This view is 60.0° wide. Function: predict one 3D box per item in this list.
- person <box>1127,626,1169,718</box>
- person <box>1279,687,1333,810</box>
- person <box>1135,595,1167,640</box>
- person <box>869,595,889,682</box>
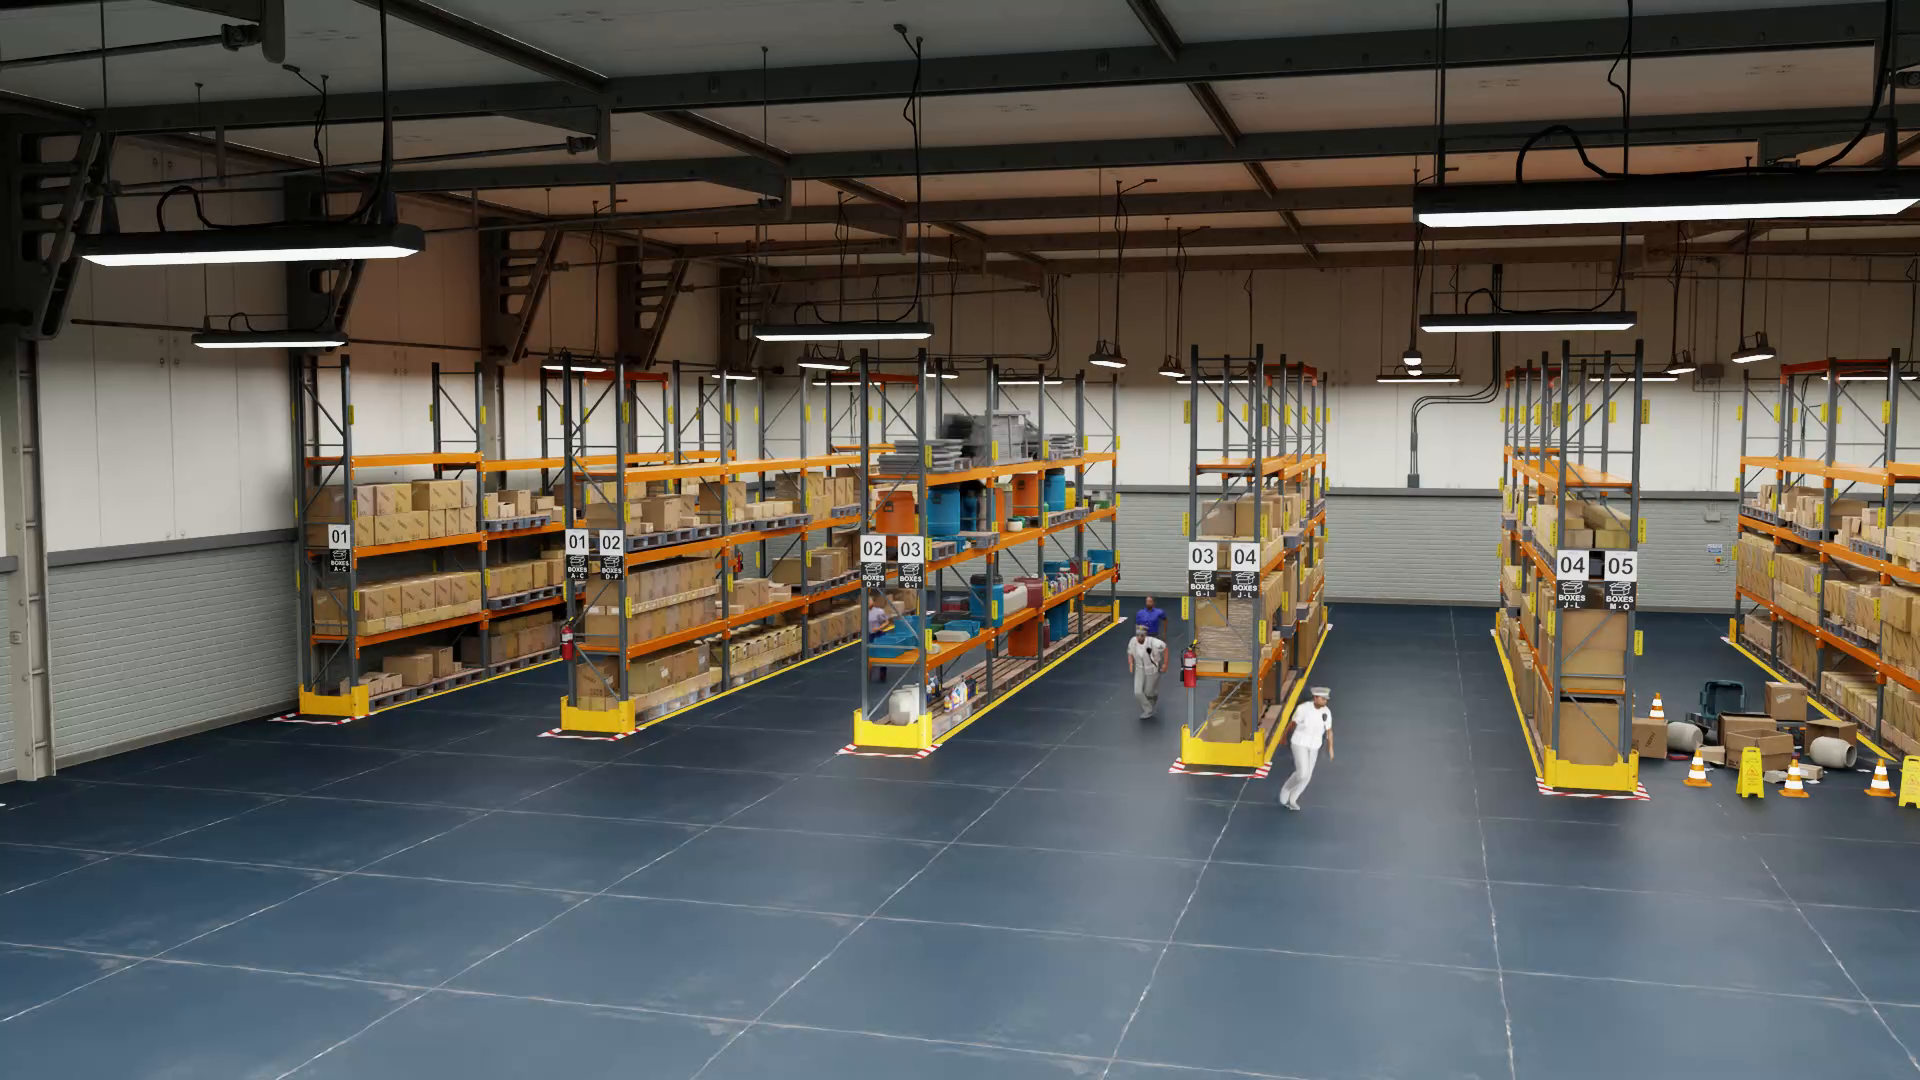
[{"bbox_3d":[3.110,2.163,27.395,0.687,1.583,0.875,2,5,24],"label":"person"},{"bbox_3d":[4.387,2.628,21.045,0.604,1.589,0.698,-2,5,-21],"label":"person"},{"bbox_3d":[3.519,1.866,30.695,0.560,1.705,0.861,1,4,16],"label":"person"},{"bbox_3d":[-1.584,1.871,31.034,0.608,1.703,0.777,2,5,20],"label":"person"}]
